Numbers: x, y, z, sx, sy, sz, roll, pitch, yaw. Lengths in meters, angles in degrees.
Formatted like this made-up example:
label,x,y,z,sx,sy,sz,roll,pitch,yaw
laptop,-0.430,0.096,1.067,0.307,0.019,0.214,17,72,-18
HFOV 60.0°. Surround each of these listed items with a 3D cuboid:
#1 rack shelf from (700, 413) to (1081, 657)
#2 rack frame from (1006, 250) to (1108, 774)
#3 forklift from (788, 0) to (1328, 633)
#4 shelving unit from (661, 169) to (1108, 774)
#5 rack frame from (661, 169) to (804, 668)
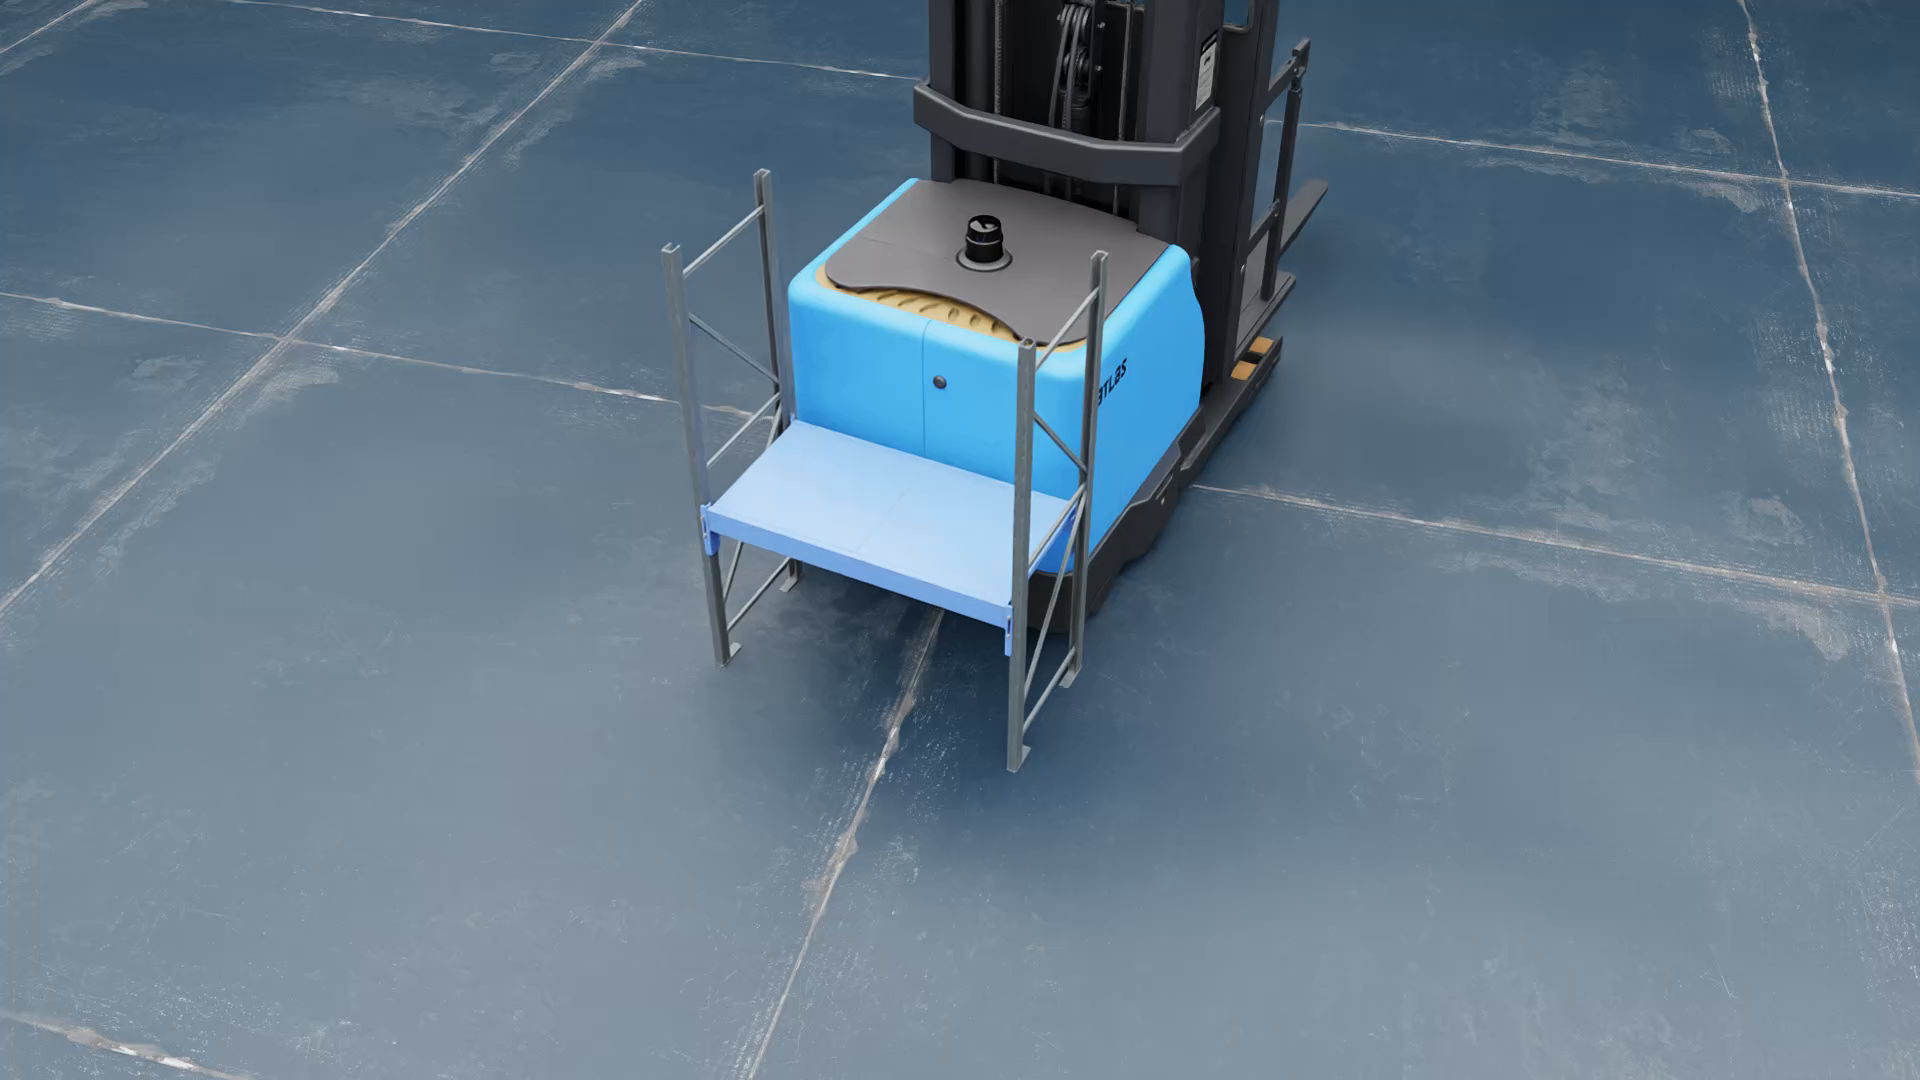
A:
label,x,y,z,sx,sy,sz,roll,pitch,yaw
rack shelf,-0.195,-0.036,4.906,1.000,0.185,0.538,17,43,20
rack frame,0.261,-0.030,4.619,0.032,1.500,0.500,17,43,20
forklift,0.600,-1.764,5.572,1.130,2.935,3.031,19,44,21
shelving unit,-0.195,-0.173,4.790,1.048,1.500,0.538,17,43,20
rack frame,-0.652,-0.317,4.961,0.032,1.500,0.500,17,43,20
